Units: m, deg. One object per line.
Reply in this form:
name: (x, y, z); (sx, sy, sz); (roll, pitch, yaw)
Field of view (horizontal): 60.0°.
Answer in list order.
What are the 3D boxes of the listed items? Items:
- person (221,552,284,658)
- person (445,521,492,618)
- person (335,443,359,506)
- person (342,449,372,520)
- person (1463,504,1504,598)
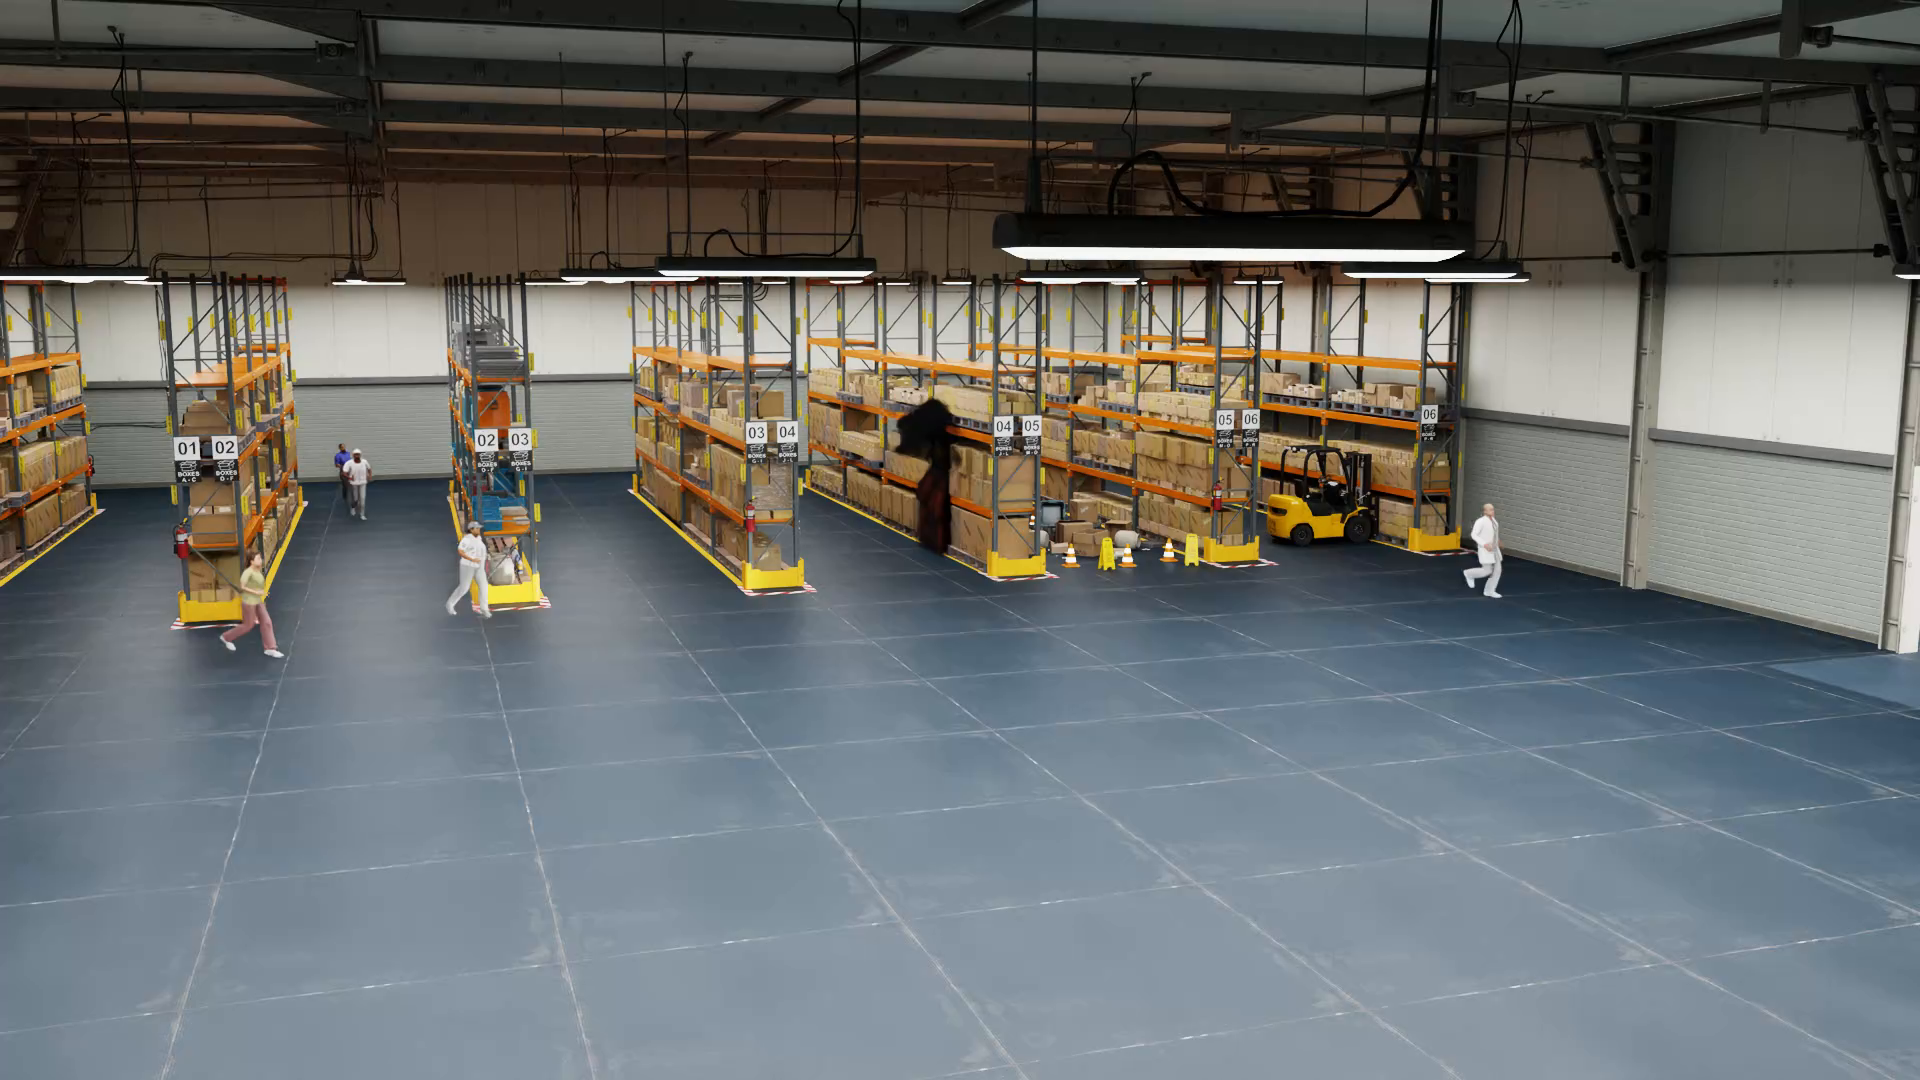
person: (-11.075, 1.004, 25.953); (0.996, 1.665, 0.599); (0, 9, 1)
person: (-8.533, 0.507, 29.257); (0.853, 1.660, 0.692); (4, 10, 26)
person: (-16.371, -1.746, 44.246); (0.562, 1.683, 0.788); (-8, 12, -42)
person: (-15.041, -1.403, 41.546); (0.725, 1.769, 0.824); (-6, 10, -32)
person: (9.846, 0.186, 31.141); (0.723, 1.745, 0.774); (-6, 11, -36)
